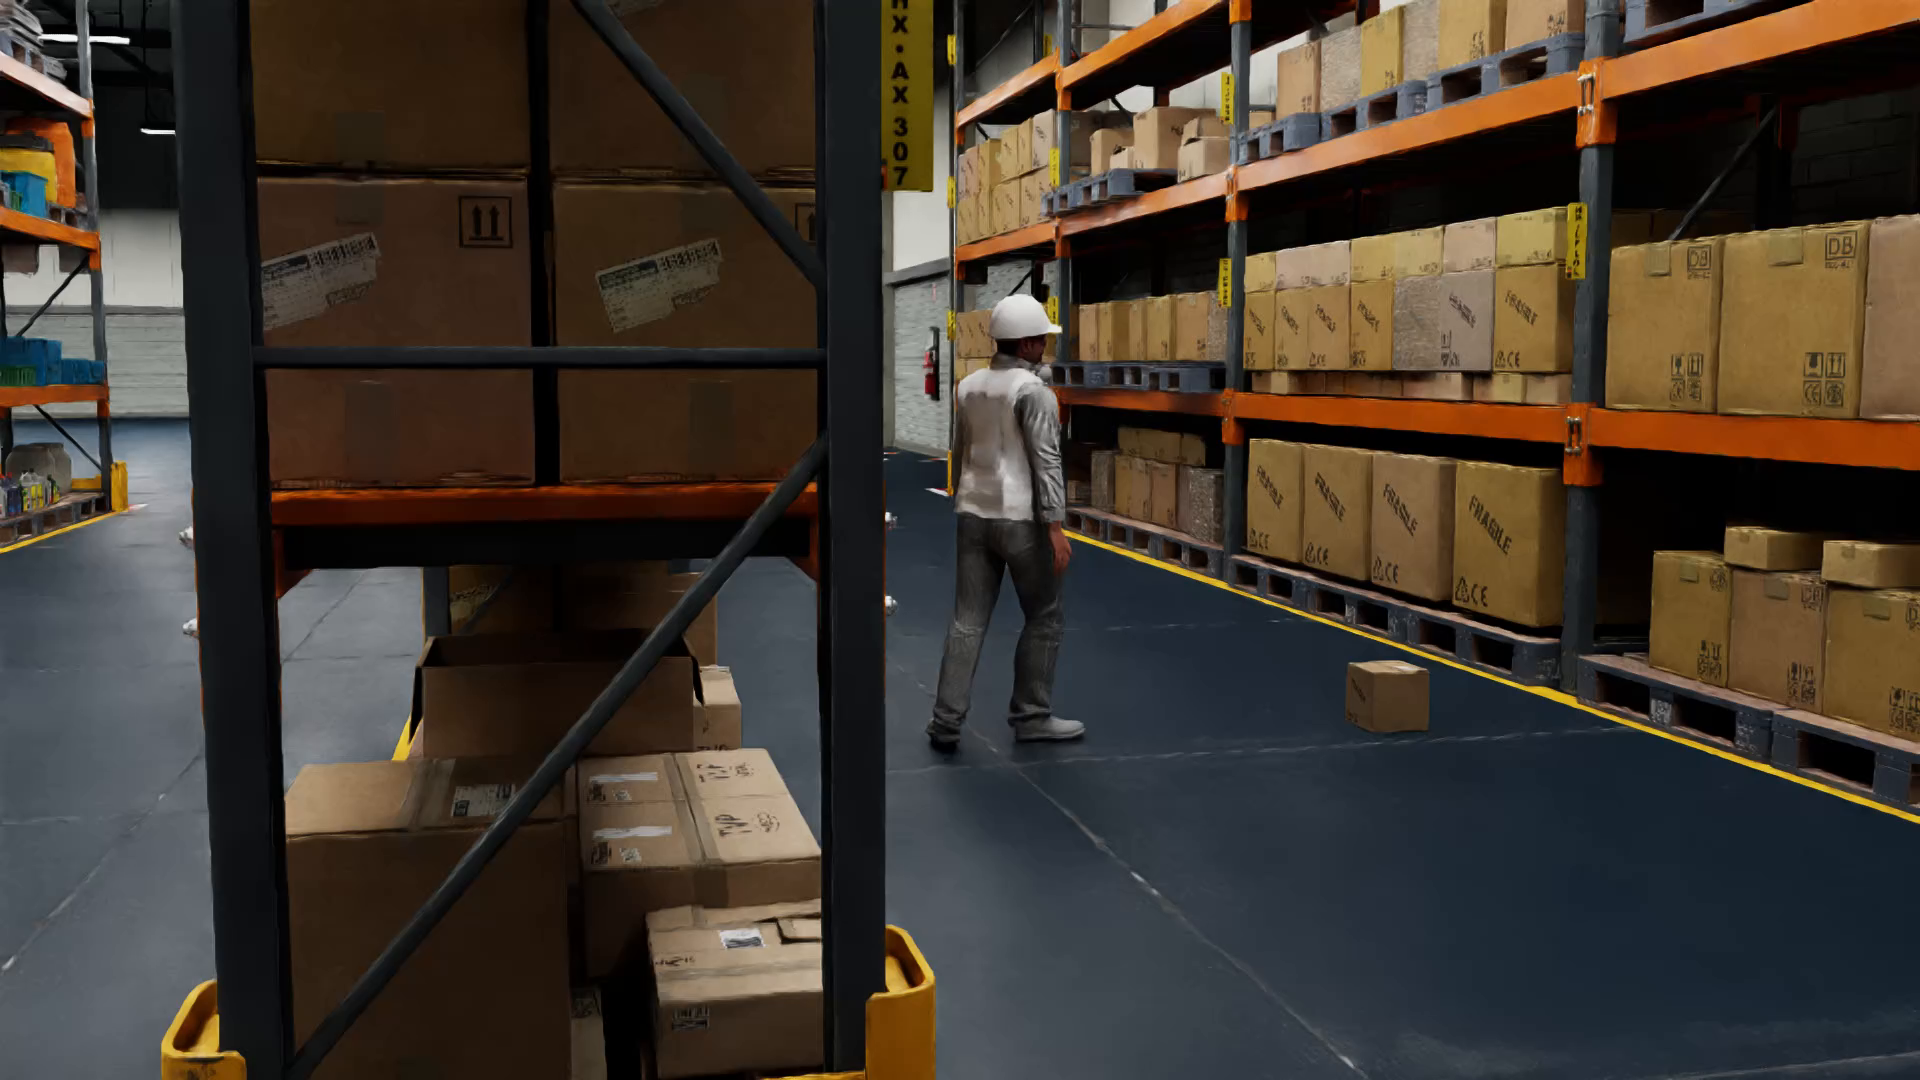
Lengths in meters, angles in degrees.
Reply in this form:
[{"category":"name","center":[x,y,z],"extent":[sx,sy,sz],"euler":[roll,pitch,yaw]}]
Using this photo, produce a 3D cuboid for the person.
[{"category":"person","center":[0.192,-0.073,6.525],"extent":[0.629,1.766,0.606],"euler":[6,8,44]}]
